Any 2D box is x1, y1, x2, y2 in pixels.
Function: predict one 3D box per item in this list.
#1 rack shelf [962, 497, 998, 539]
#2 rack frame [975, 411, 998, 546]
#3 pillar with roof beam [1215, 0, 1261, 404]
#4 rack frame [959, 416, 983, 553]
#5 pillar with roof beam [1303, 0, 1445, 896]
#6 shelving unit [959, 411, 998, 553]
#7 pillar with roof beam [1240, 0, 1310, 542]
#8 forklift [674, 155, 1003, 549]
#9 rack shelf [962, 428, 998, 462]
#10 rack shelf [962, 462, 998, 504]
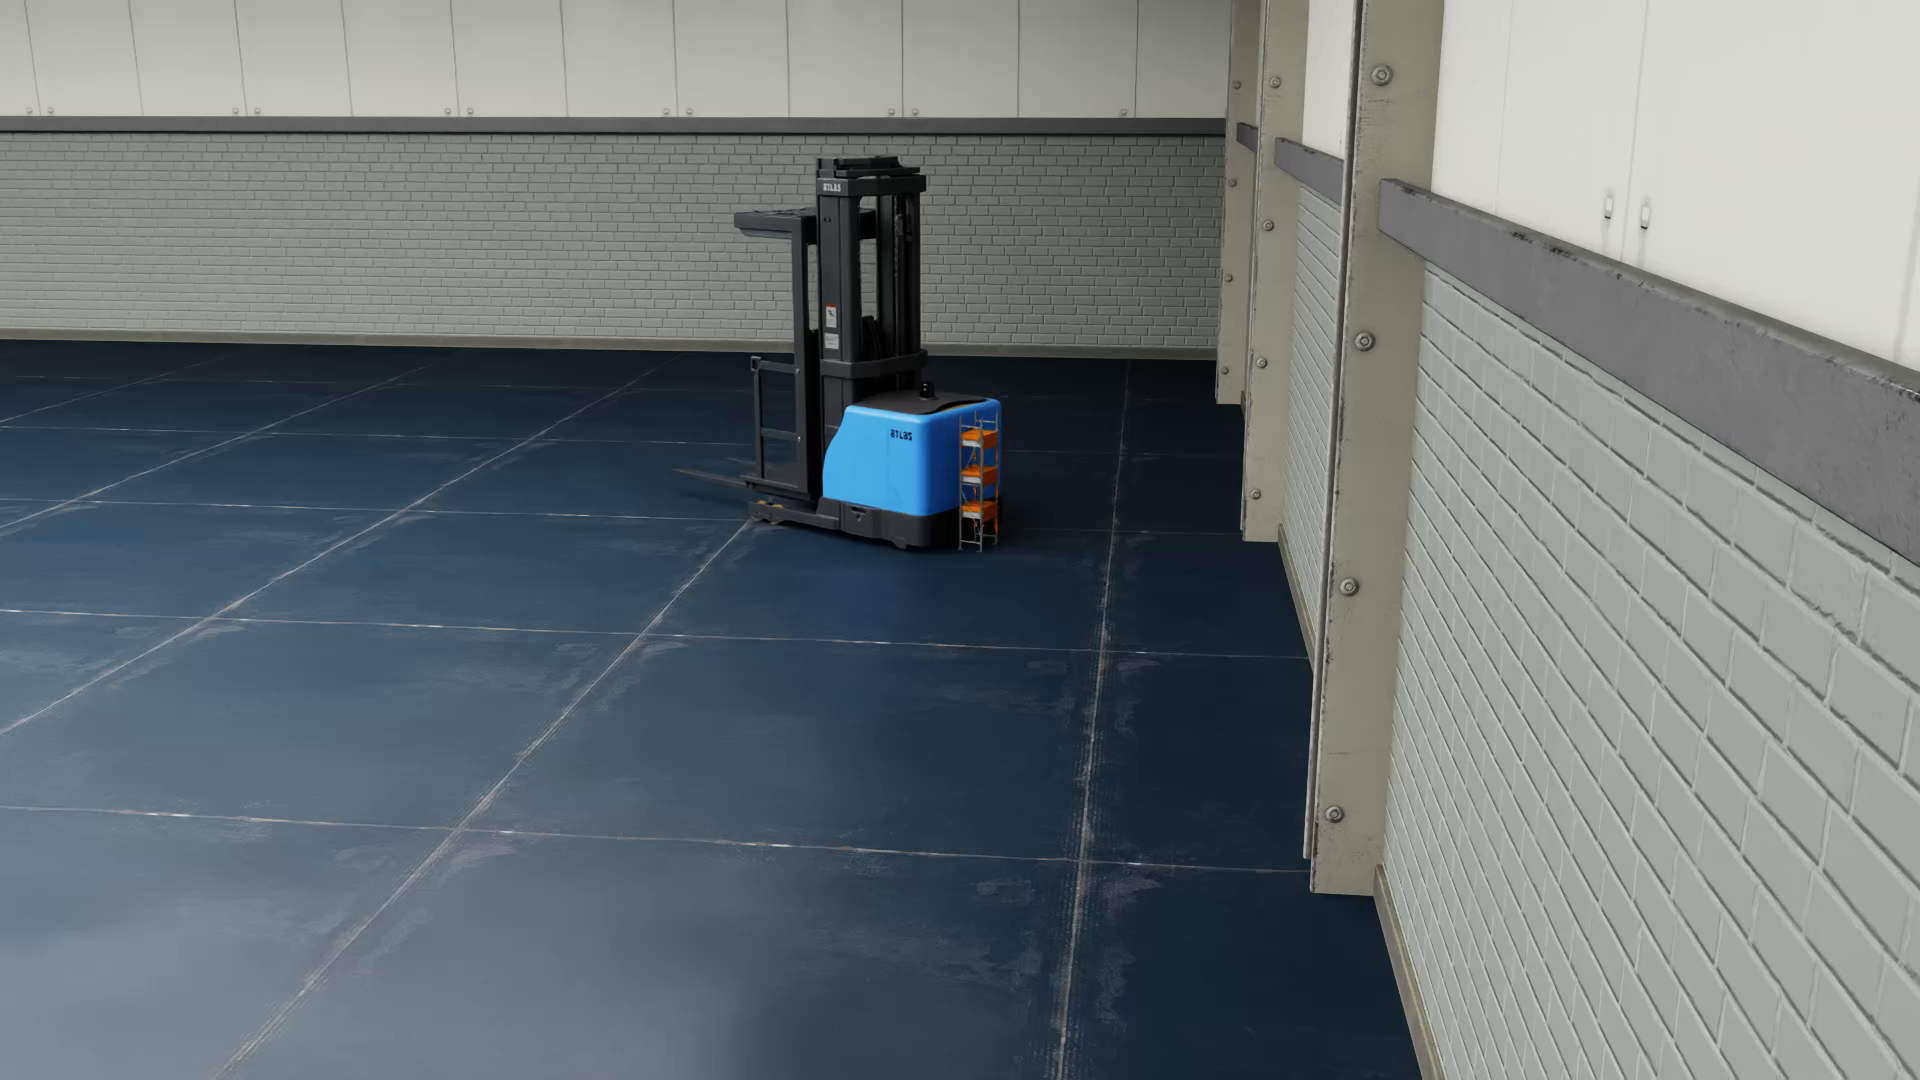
[{"bbox_3d":[0.144,-0.170,12.886,0.215,0.259,0.240,8,17,28],"label":"rack shelf"},{"bbox_3d":[0.204,-0.477,12.912,0.200,1.050,0.008,8,17,28],"label":"rack frame"},{"bbox_3d":[-1.191,-6.066,18.356,9.100,9.000,0.400,2,15,6],"label":"pillar with roof beam"},{"bbox_3d":[0.083,-0.421,12.708,0.200,1.050,0.008,8,17,28],"label":"rack frame"},{"bbox_3d":[-2.545,-2.954,6.846,9.100,9.000,0.400,2,15,6],"label":"pillar with roof beam"},{"bbox_3d":[0.143,-0.449,12.810,0.215,1.050,0.252,8,17,28],"label":"shelving unit"},{"bbox_3d":[-1.868,-4.510,12.601,9.100,9.000,0.400,2,15,6],"label":"pillar with roof beam"},{"bbox_3d":[-1.123,-1.636,13.597,3.031,2.935,1.130,12,19,37],"label":"forklift"},{"bbox_3d":[0.143,-0.712,12.738,0.215,0.259,0.240,8,17,28],"label":"rack shelf"},{"bbox_3d":[0.143,-0.439,12.813,0.215,0.259,0.240,8,17,28],"label":"rack shelf"}]
